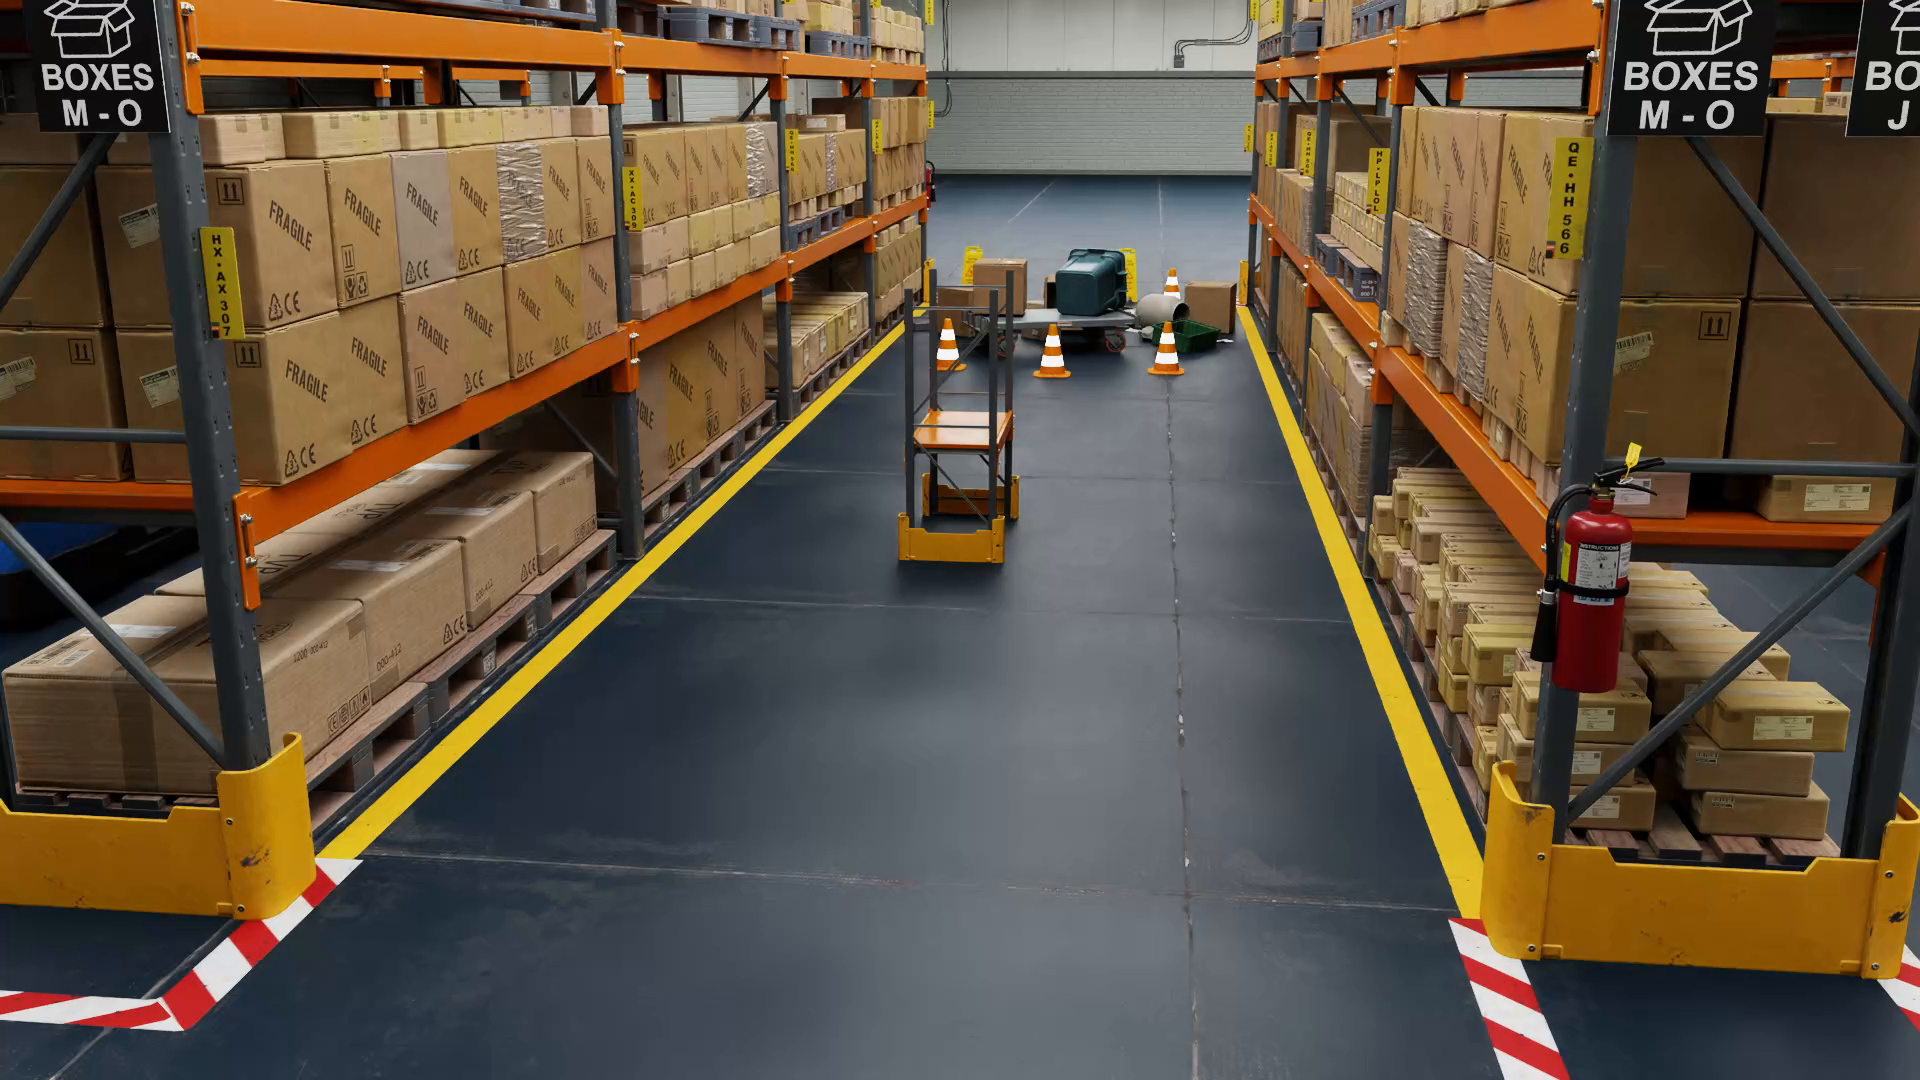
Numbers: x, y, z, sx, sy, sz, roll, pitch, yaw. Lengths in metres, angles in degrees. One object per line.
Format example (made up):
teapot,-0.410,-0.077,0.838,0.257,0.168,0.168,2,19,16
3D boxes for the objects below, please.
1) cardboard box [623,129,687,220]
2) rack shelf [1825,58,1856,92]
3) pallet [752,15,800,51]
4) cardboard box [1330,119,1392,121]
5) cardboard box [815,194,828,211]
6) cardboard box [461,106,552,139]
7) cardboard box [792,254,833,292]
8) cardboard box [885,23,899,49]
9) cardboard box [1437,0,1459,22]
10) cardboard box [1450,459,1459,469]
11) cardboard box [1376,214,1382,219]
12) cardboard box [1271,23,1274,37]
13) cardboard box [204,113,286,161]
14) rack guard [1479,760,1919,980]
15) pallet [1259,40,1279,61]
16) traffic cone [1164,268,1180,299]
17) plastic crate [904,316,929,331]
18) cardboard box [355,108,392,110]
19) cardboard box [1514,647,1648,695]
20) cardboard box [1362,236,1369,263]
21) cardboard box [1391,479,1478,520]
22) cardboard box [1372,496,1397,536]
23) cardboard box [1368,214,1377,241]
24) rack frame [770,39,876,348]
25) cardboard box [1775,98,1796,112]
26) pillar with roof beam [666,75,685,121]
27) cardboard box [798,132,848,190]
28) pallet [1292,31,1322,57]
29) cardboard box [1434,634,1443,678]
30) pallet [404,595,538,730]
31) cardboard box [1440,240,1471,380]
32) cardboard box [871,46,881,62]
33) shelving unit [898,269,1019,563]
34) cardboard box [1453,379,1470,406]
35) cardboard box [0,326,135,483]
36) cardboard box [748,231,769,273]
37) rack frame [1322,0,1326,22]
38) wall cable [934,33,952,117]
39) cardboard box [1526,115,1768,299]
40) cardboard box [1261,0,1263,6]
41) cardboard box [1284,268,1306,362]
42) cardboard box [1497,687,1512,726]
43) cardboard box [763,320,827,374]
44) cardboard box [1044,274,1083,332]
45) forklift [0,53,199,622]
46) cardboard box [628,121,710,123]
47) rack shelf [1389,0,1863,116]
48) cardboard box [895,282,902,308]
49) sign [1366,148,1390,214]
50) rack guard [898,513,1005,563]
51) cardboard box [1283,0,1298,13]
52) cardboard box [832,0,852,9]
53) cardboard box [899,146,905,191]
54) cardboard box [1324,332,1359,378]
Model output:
cardboard box,-1.905,-2.123,9.659,0.500,0.500,0.500,2,15,6
rack shelf,8.254,-3.719,13.299,1.077,0.370,4.000,2,15,6
pallet,-1.839,-3.579,11.768,1.213,0.211,1.003,2,15,9
cardboard box,3.227,-3.050,13.087,0.700,0.500,0.500,1,15,5
cardboard box,-1.367,-2.969,14.572,0.380,0.149,0.250,2,15,8
cardboard box,-2.164,-1.979,7.884,0.380,0.149,0.250,2,15,6
cardboard box,-1.567,-2.827,17.397,0.500,0.500,0.500,1,15,5
cardboard box,-0.927,-5.317,17.551,0.500,0.250,0.500,2,15,7
cardboard box,2.220,-2.233,6.713,0.500,0.250,0.500,2,15,9
cardboard box,3.007,-0.414,9.430,0.500,0.500,0.500,2,15,8
cardboard box,2.601,-1.917,9.543,0.380,0.149,0.250,2,15,6
cardboard box,3.400,-5.254,17.084,0.380,0.149,0.250,2,15,7
cardboard box,-2.447,-1.314,5.426,0.380,0.149,0.250,2,15,8
rack guard,2.217,0.990,5.041,1.175,0.500,0.348,2,15,6
pallet,3.941,-5.559,18.896,1.003,0.211,1.213,2,15,6
traffic cone,2.543,-3.026,19.965,0.336,0.463,0.334,2,15,6
plastic crate,-0.375,-2.402,18.392,0.402,0.080,0.583,-4,16,-13
cardboard box,-2.658,-1.791,7.188,0.380,0.149,0.250,2,15,6
cardboard box,2.102,0.482,5.652,0.380,0.149,0.250,2,15,7
cardboard box,2.652,-1.762,10.109,0.380,0.149,0.250,2,15,9
cardboard box,2.325,-0.195,8.153,0.380,0.149,0.250,2,15,9
cardboard box,2.301,-0.119,8.445,0.380,0.149,0.250,2,15,9
cardboard box,2.625,-1.839,9.824,0.380,0.149,0.250,1,15,3
rack frame,-1.367,-3.428,16.595,1.000,3.000,0.127,2,15,6
cardboard box,8.312,-4.066,16.274,0.500,0.500,0.500,2,15,6
pillar with roof beam,-1.191,-10.339,30.657,9.100,9.000,0.400,2,15,6
cardboard box,-1.310,-3.434,15.050,0.500,0.500,0.500,2,15,8
pallet,3.254,-4.087,13.645,1.003,0.211,1.213,2,15,9
cardboard box,2.137,0.496,6.739,0.380,0.149,0.250,2,15,7
pallet,-2.569,0.505,7.391,1.003,0.211,1.213,2,15,6
cardboard box,2.181,-0.907,6.507,0.500,0.500,0.500,2,15,9
cardboard box,-1.001,-4.895,16.753,0.380,0.149,0.250,2,15,6
shelving unit,0.009,-0.744,9.539,0.587,1.500,1.083,2,15,6
cardboard box,2.218,-0.635,6.745,0.380,0.149,0.250,2,15,8
cardboard box,-2.930,-0.497,5.563,0.500,0.500,0.500,2,15,7
cardboard box,-1.660,-2.047,11.772,0.500,0.250,0.500,2,15,7
rack frame,3.111,-5.167,11.533,1.000,3.000,0.127,2,15,6
wall cable,-1.791,-14.360,51.477,3.097,2.526,0.112,2,15,6
cardboard box,2.013,-0.997,4.926,0.500,0.500,0.500,1,15,5
cardboard box,3.631,-6.167,18.932,0.380,0.149,0.250,2,15,7
cardboard box,3.469,-2.012,14.861,1.050,0.750,0.750,2,15,6
cardboard box,2.067,0.622,5.703,0.380,0.149,0.250,1,15,5
cardboard box,-1.670,-1.663,14.296,0.950,0.372,0.625,1,15,5
cardboard box,1.304,-2.553,17.881,0.797,0.637,0.503,2,15,6
forklift,-4.881,-1.357,9.065,1.130,2.935,3.031,1,15,4
cardboard box,-2.117,-2.801,12.168,0.500,0.500,0.500,1,15,4
rack shelf,2.434,-1.816,6.263,1.077,0.370,4.000,2,15,6
cardboard box,-0.926,-2.725,18.458,0.500,0.250,0.500,1,15,6
sign,2.108,-1.808,8.385,0.100,0.325,0.005,2,15,6
rack guard,-0.048,-0.011,9.225,0.587,0.250,0.087,2,15,6
cardboard box,3.363,-5.214,16.174,0.500,0.250,0.500,2,15,6
cardboard box,-1.306,-5.094,15.533,0.500,0.250,0.500,2,15,8
cardboard box,-0.900,-4.119,18.385,0.500,0.500,0.500,2,15,7
cardboard box,2.667,-1.198,10.894,0.500,0.250,0.500,2,15,7
